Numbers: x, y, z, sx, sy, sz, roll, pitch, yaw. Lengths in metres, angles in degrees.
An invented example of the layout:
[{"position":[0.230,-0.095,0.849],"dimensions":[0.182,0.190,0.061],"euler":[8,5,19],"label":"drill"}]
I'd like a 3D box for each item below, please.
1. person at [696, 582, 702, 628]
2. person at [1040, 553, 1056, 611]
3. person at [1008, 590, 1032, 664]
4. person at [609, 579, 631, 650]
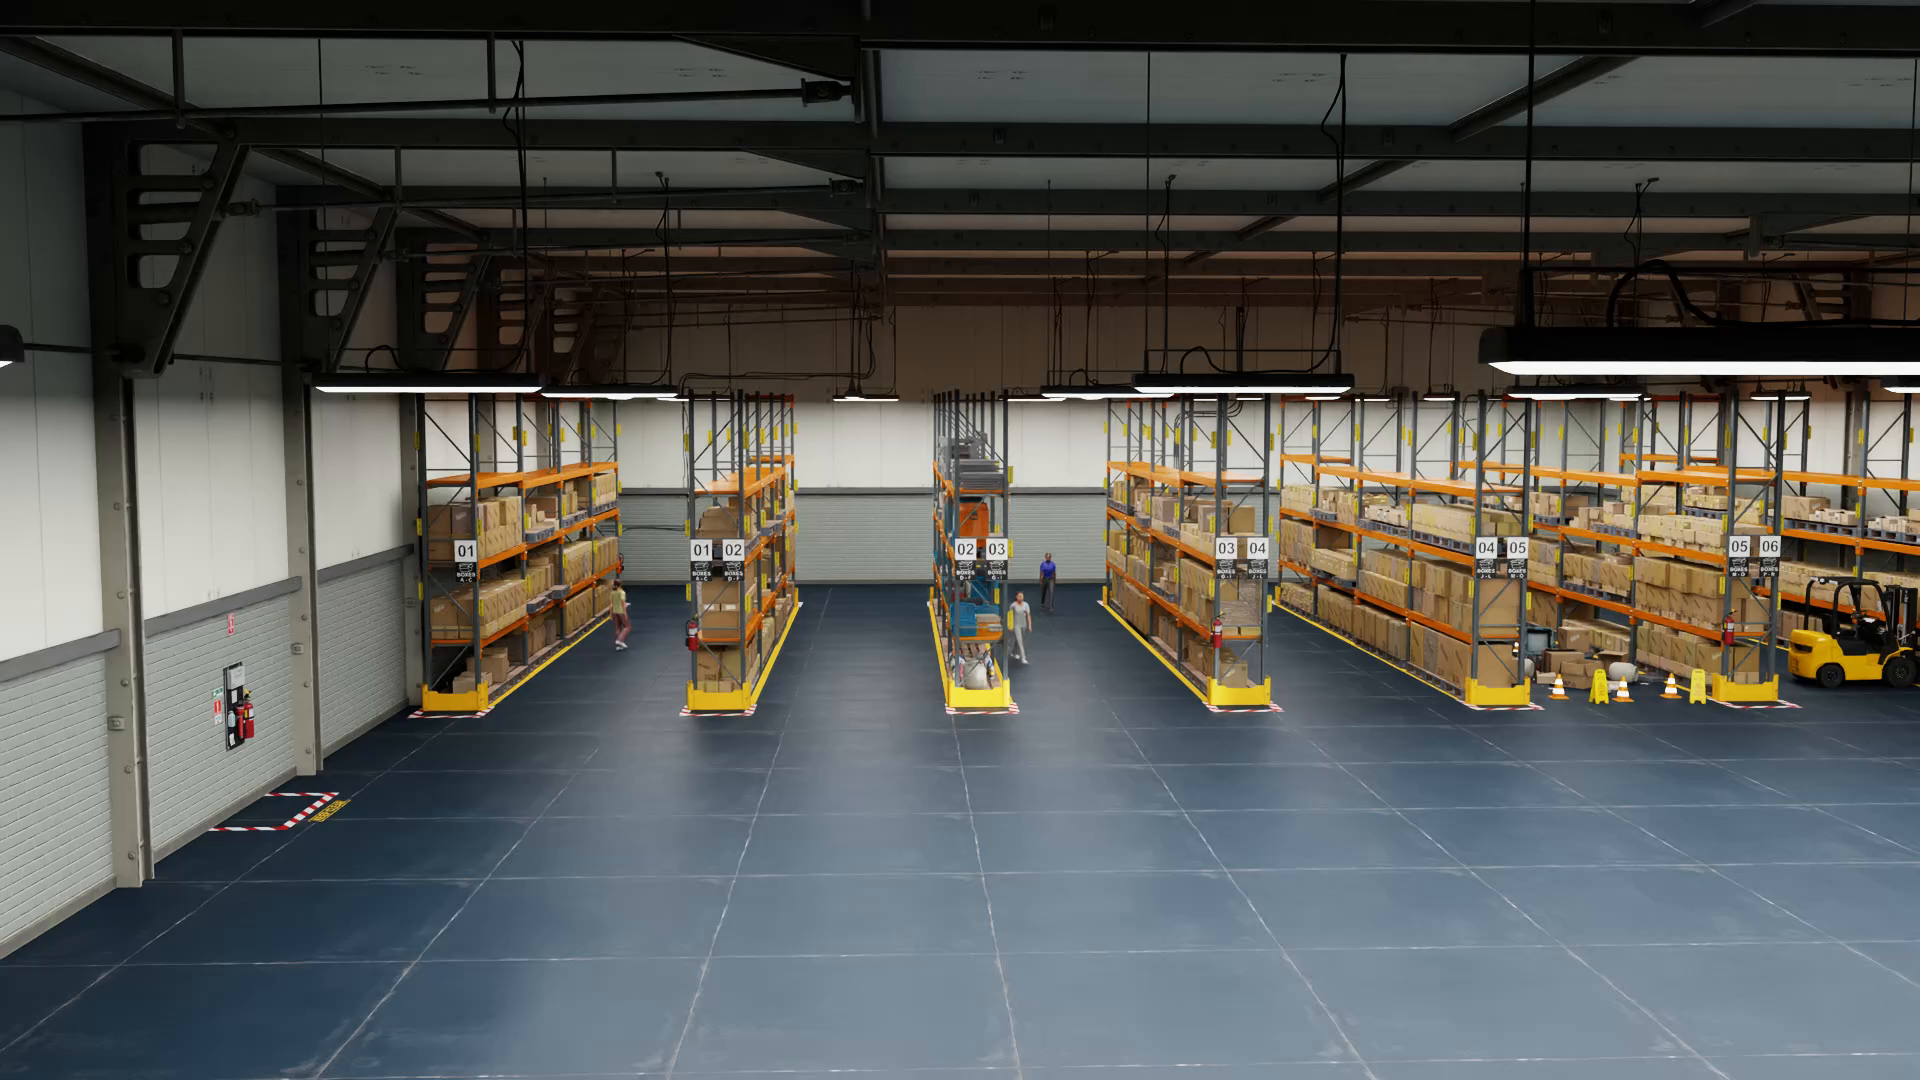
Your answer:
[{"position":[-6.575,1.358,42.835],"dimensions":[0.612,1.703,1.078],"euler":[0,5,-5],"label":"person"},{"position":[2.433,1.145,46.100],"dimensions":[0.474,1.595,1.045],"euler":[0,5,-3],"label":"person"},{"position":[1.324,1.903,36.759],"dimensions":[0.452,1.593,1.127],"euler":[-2,5,-23],"label":"person"},{"position":[-7.958,1.736,38.680],"dimensions":[0.490,1.665,0.480],"euler":[2,5,23],"label":"person"}]
